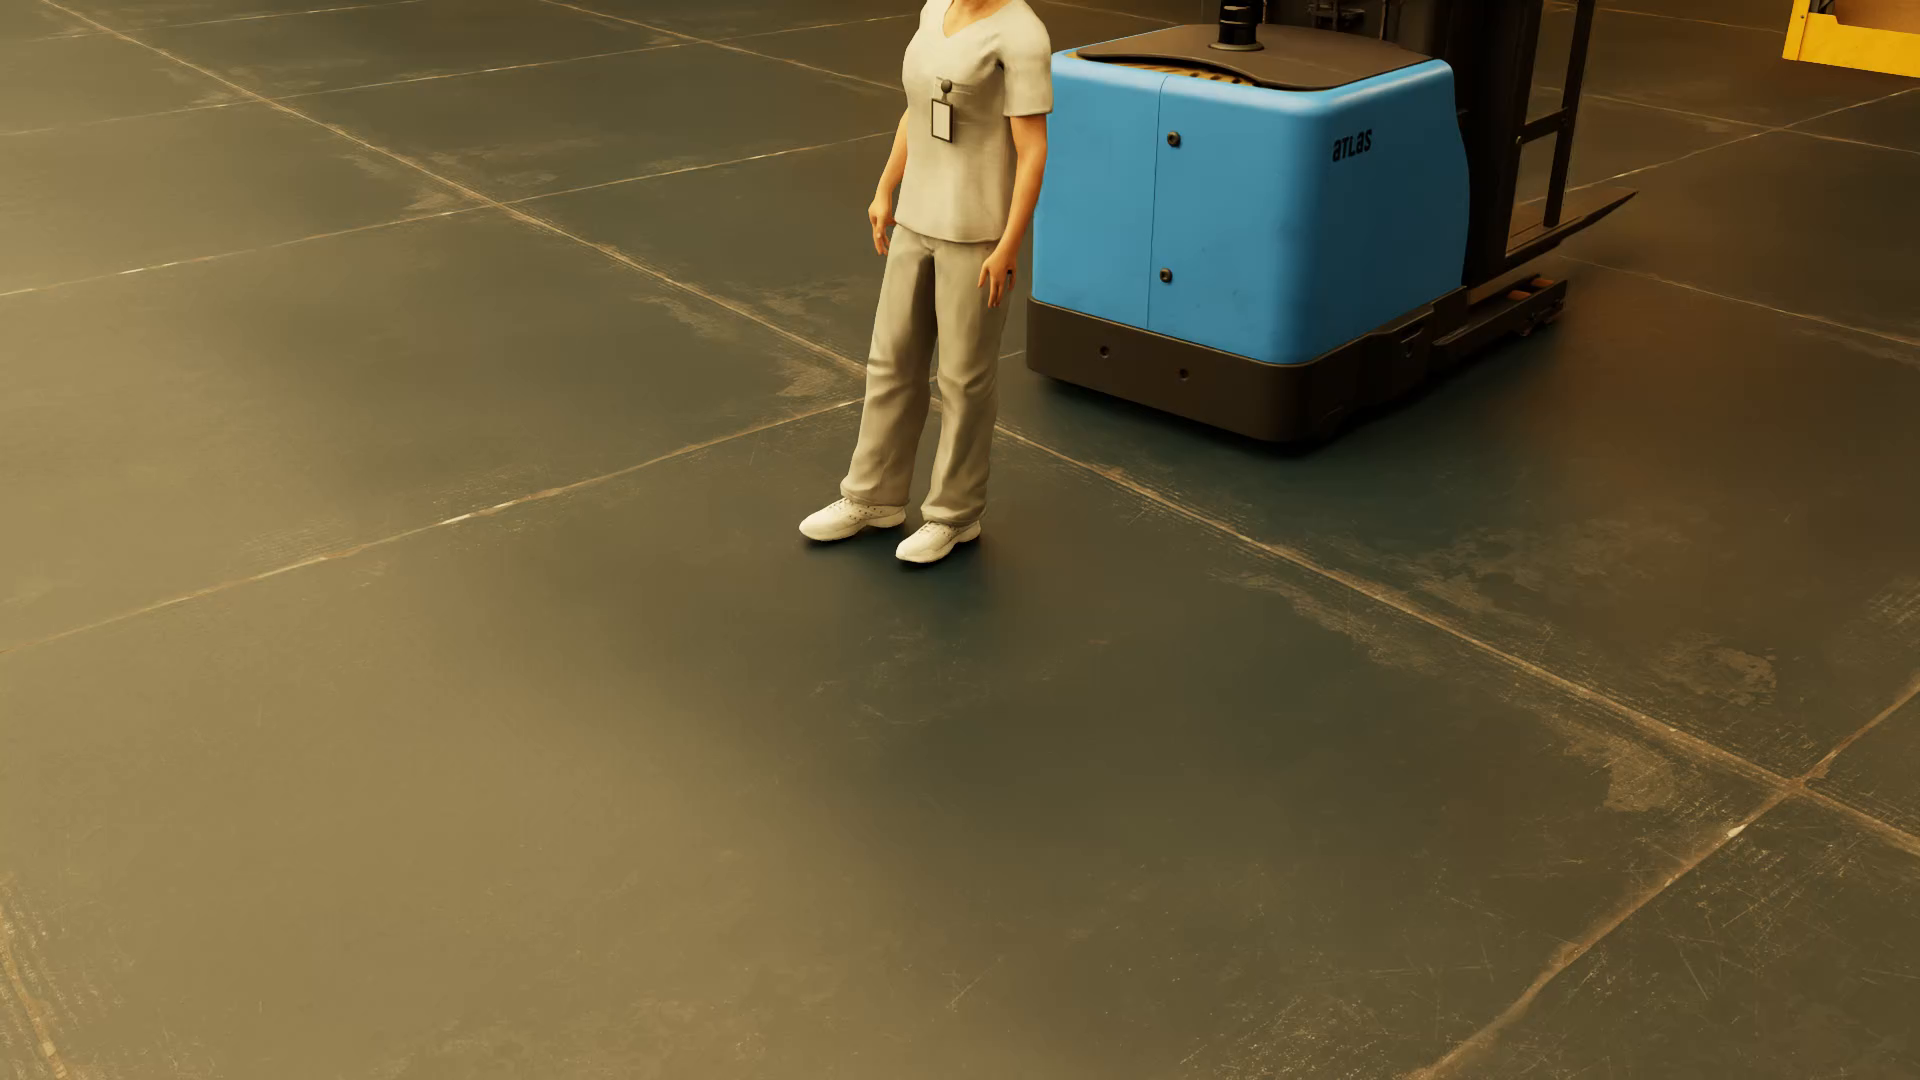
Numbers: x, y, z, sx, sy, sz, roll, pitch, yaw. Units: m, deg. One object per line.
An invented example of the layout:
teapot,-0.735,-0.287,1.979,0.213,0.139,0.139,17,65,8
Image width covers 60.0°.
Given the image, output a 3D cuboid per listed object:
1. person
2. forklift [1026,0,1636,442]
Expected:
person,-0.065,-0.741,4.092,0.549,1.675,0.550,-20,33,-35
forklift,1.573,-2.174,5.586,1.130,2.935,3.031,22,34,37
